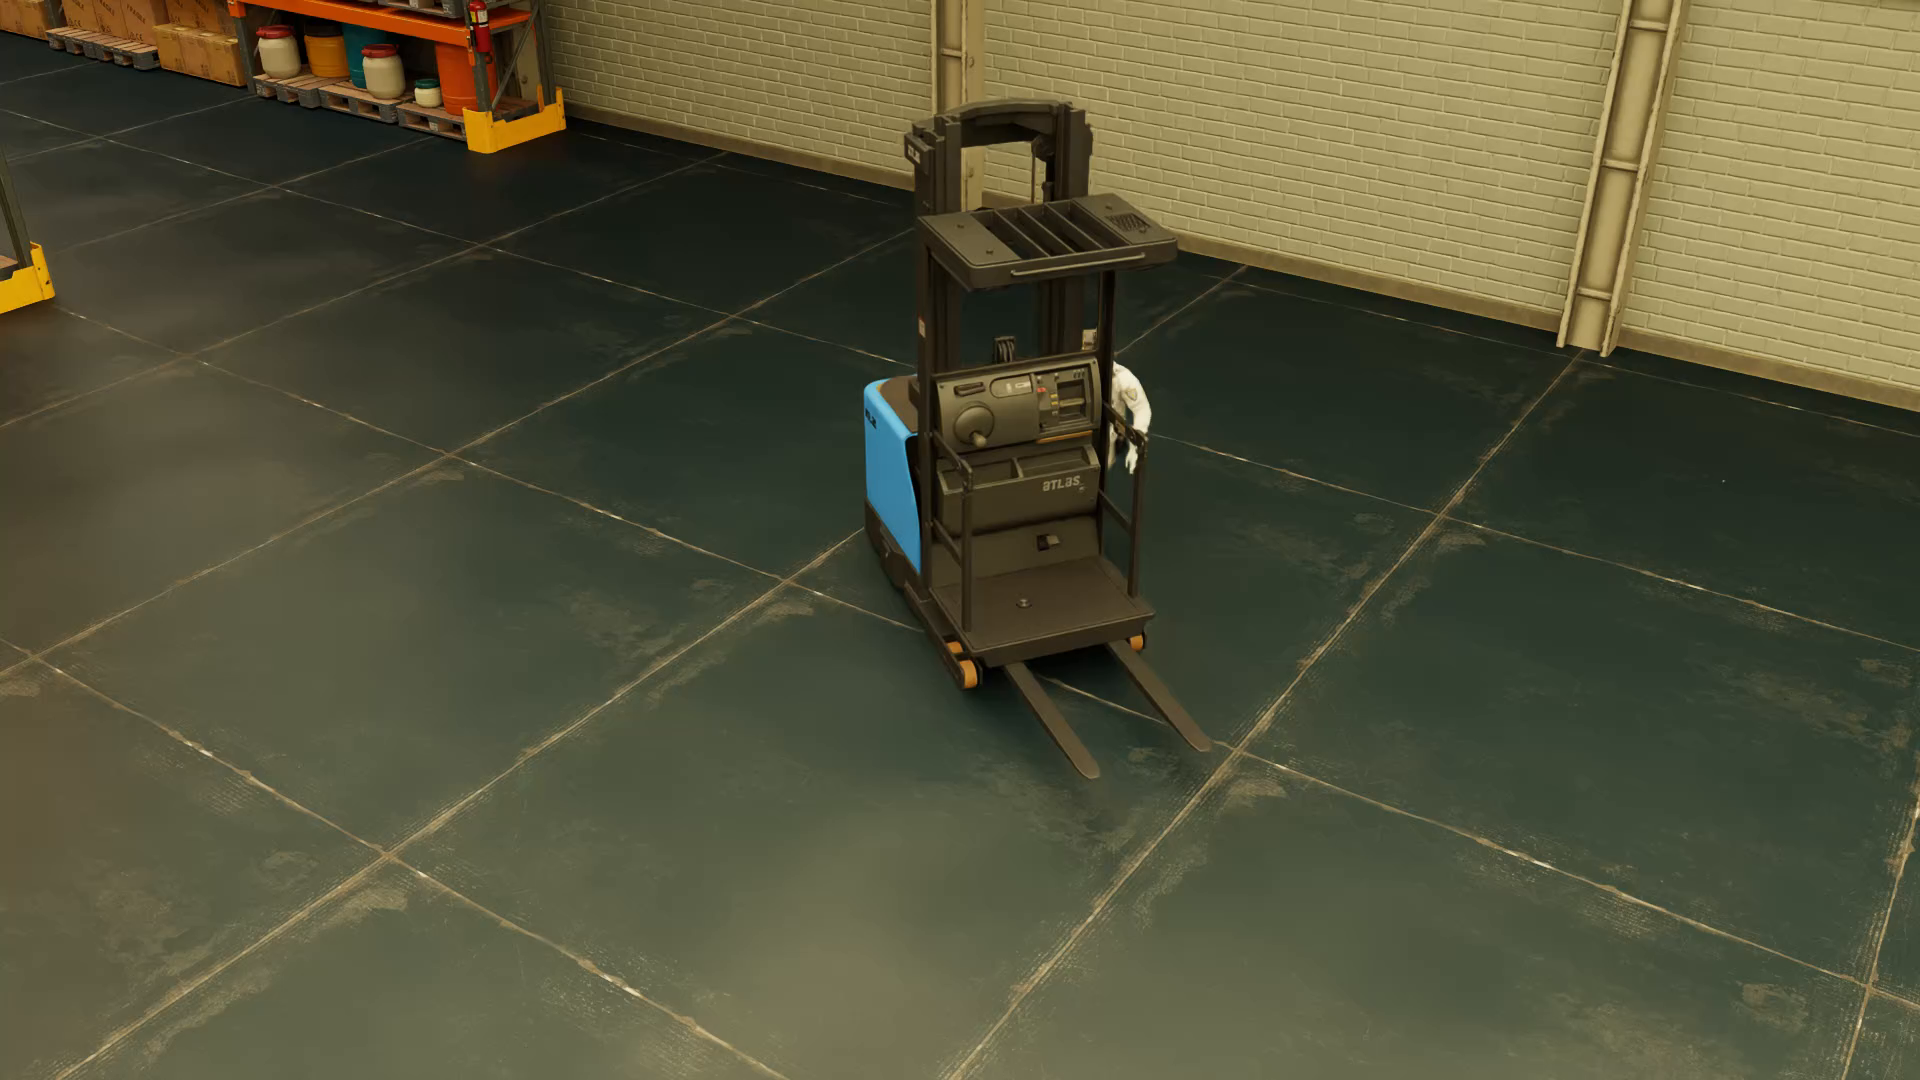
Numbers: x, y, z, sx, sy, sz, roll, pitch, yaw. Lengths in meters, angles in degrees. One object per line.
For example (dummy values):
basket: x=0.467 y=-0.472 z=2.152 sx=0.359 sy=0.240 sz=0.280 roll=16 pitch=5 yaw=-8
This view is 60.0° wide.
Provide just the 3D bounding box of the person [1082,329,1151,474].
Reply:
person: x=0.704 y=-0.530 z=10.085 sx=0.738 sy=1.465 sz=0.857 roll=14 pitch=33 yaw=22

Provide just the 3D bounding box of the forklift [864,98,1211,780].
forklift: x=0.401 y=-0.685 z=8.761 sx=1.130 sy=2.935 sz=3.031 roll=-11 pitch=32 yaw=-18
